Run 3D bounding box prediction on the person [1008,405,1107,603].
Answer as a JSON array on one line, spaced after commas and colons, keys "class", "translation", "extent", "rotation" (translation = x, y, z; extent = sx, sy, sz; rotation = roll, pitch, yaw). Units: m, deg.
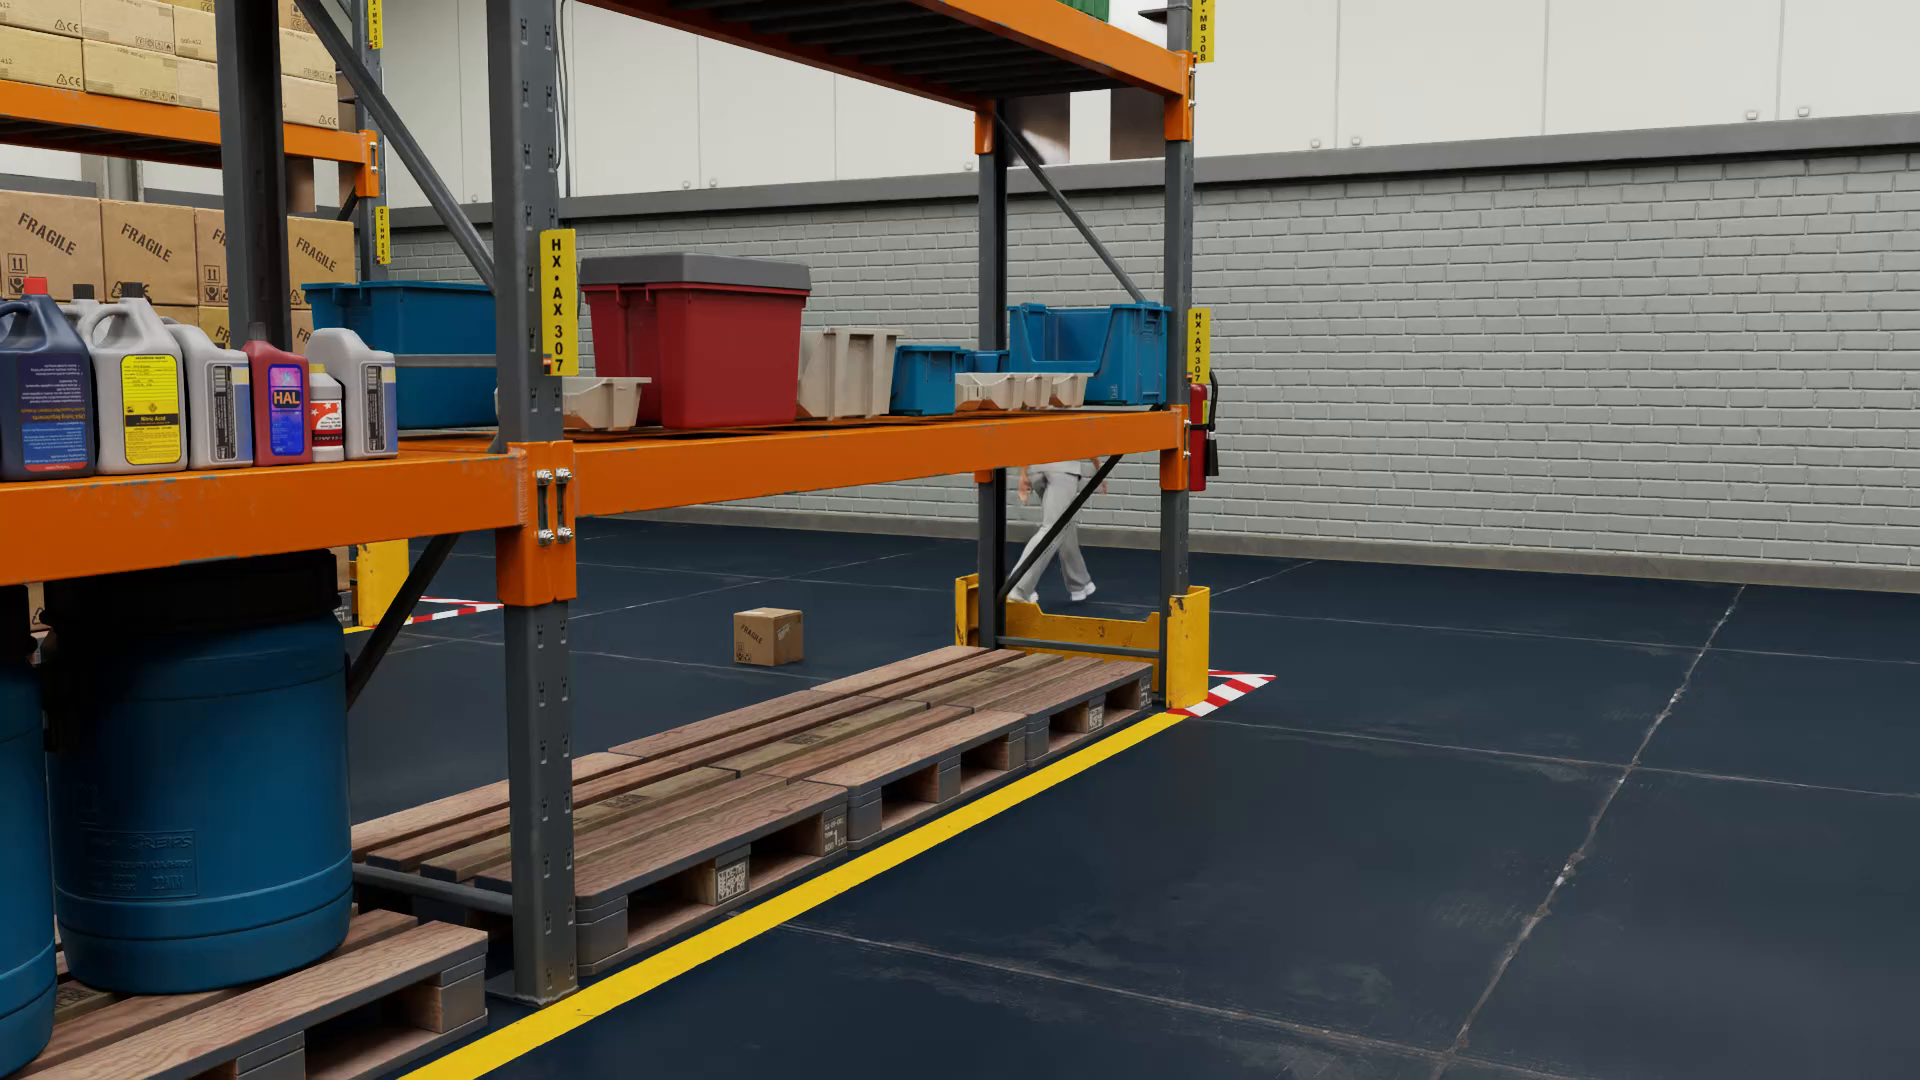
[{"class": "person", "translation": [0.613, -0.397, 10.126], "extent": [0.458, 1.618, 1.049], "rotation": [5, 8, 40]}]
